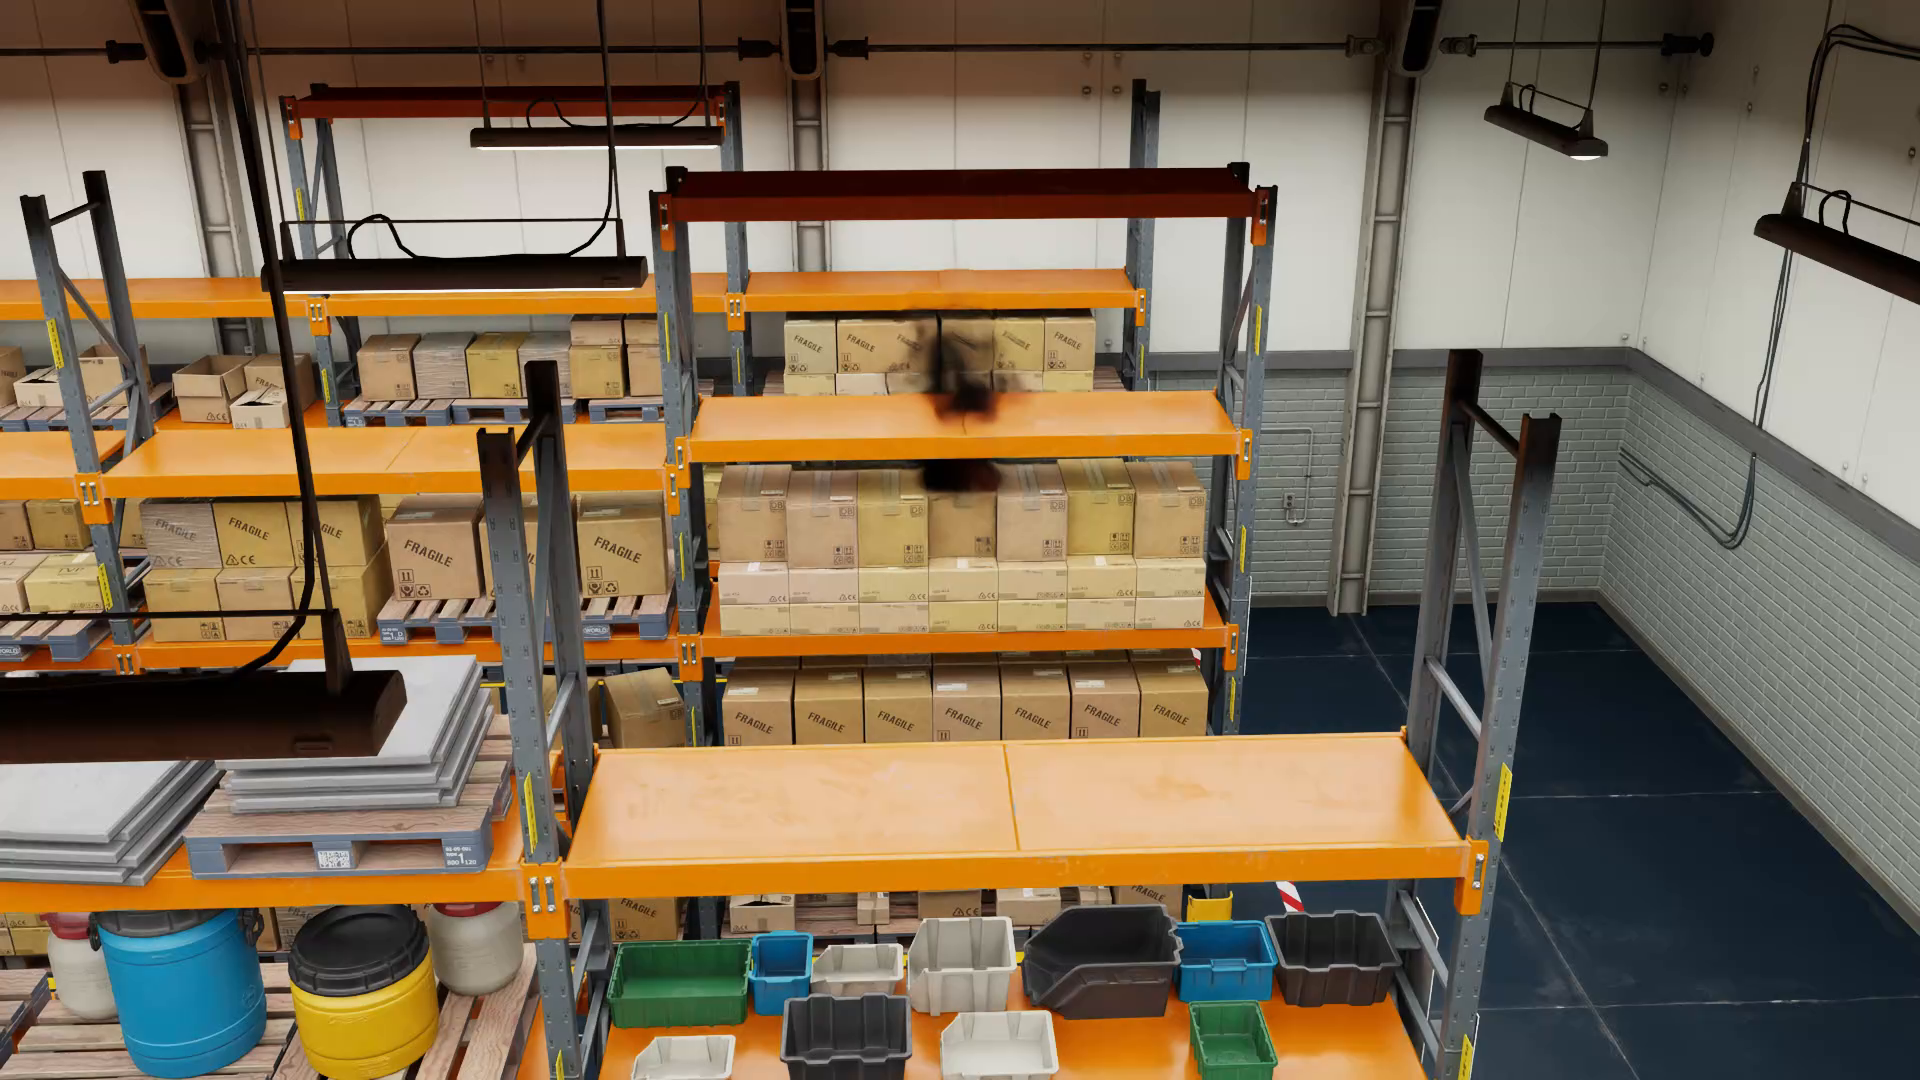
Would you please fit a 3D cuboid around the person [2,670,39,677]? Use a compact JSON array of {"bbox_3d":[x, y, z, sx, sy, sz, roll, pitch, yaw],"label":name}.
[{"bbox_3d":[-8.234,1.685,14.701,0.744,1.759,0.655,-4,23,-10],"label":"person"}]
